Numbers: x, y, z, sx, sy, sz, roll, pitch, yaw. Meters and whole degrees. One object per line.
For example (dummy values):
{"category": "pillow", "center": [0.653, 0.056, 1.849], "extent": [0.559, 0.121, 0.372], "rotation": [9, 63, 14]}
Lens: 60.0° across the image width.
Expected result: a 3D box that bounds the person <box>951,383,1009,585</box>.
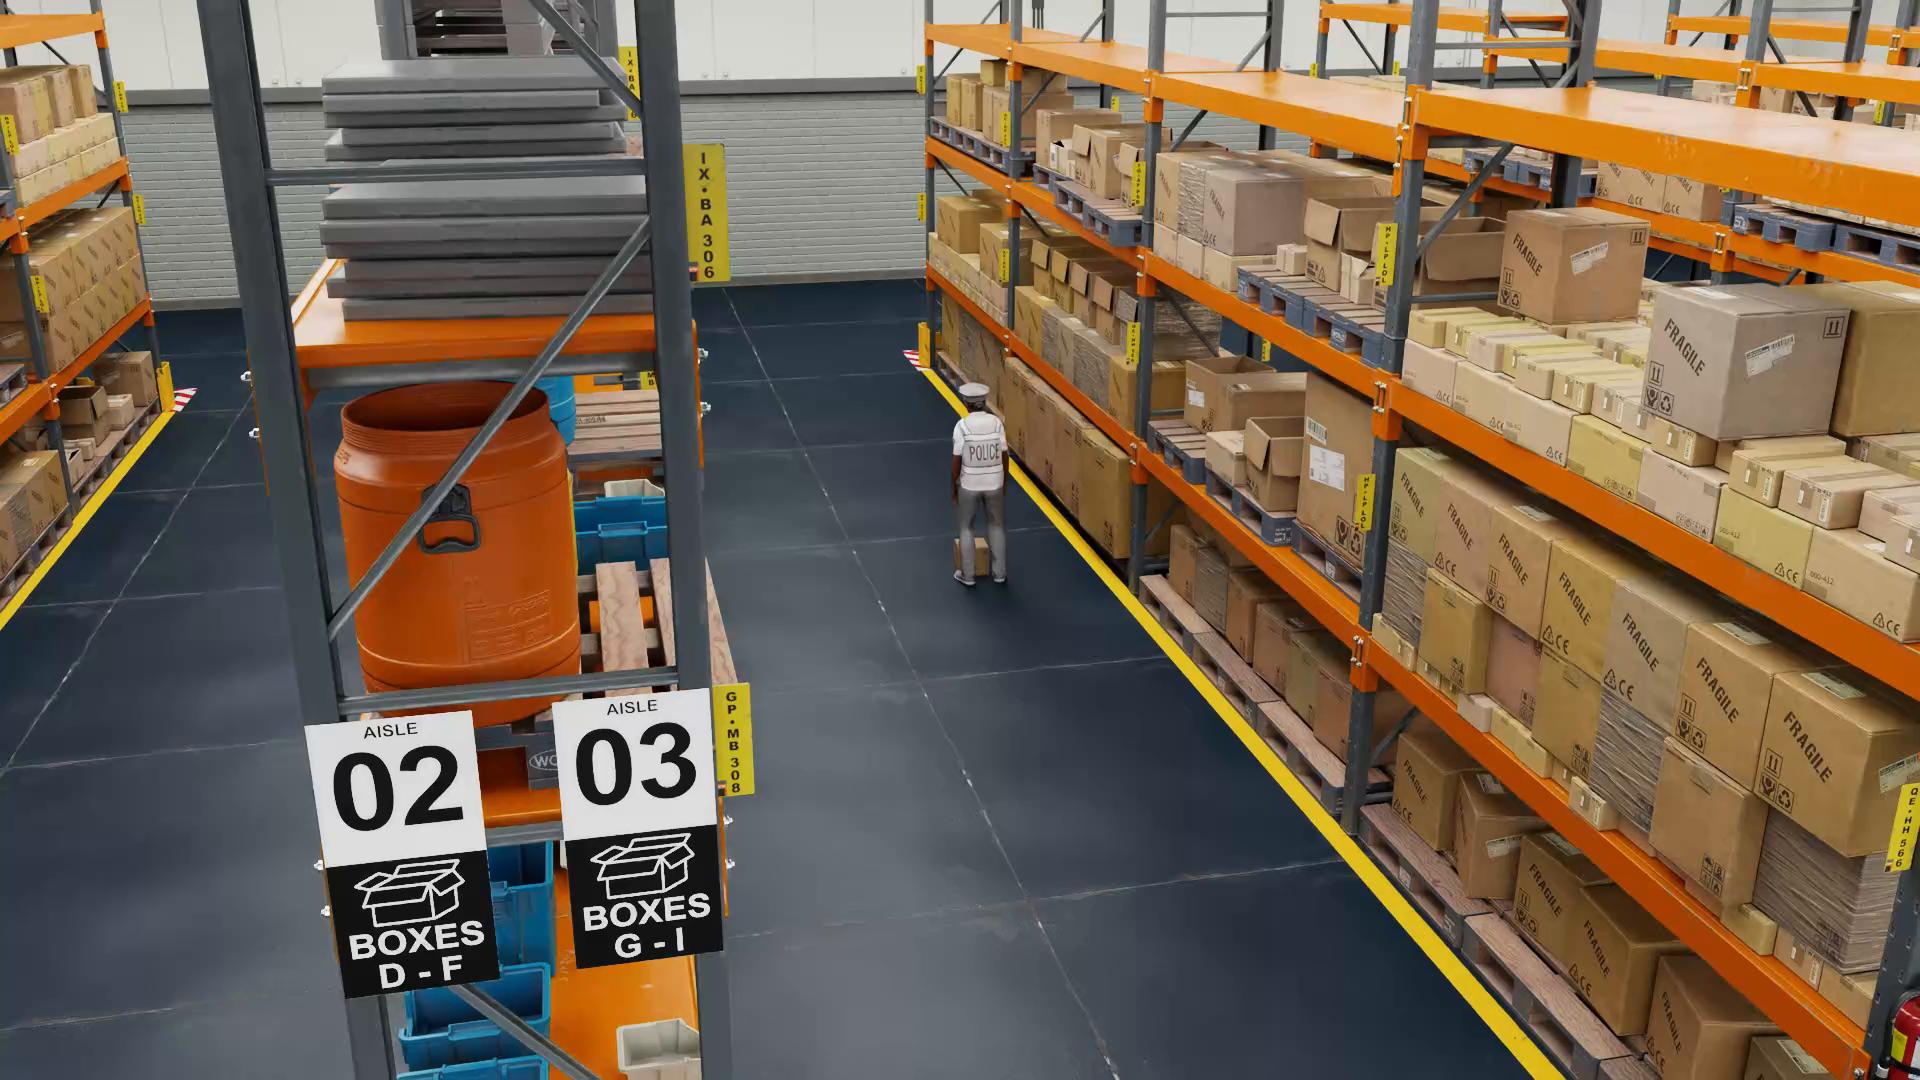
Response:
{"category": "person", "center": [0.165, -0.440, 13.576], "extent": [0.513, 1.656, 0.396], "rotation": [-5, 20, -15]}
